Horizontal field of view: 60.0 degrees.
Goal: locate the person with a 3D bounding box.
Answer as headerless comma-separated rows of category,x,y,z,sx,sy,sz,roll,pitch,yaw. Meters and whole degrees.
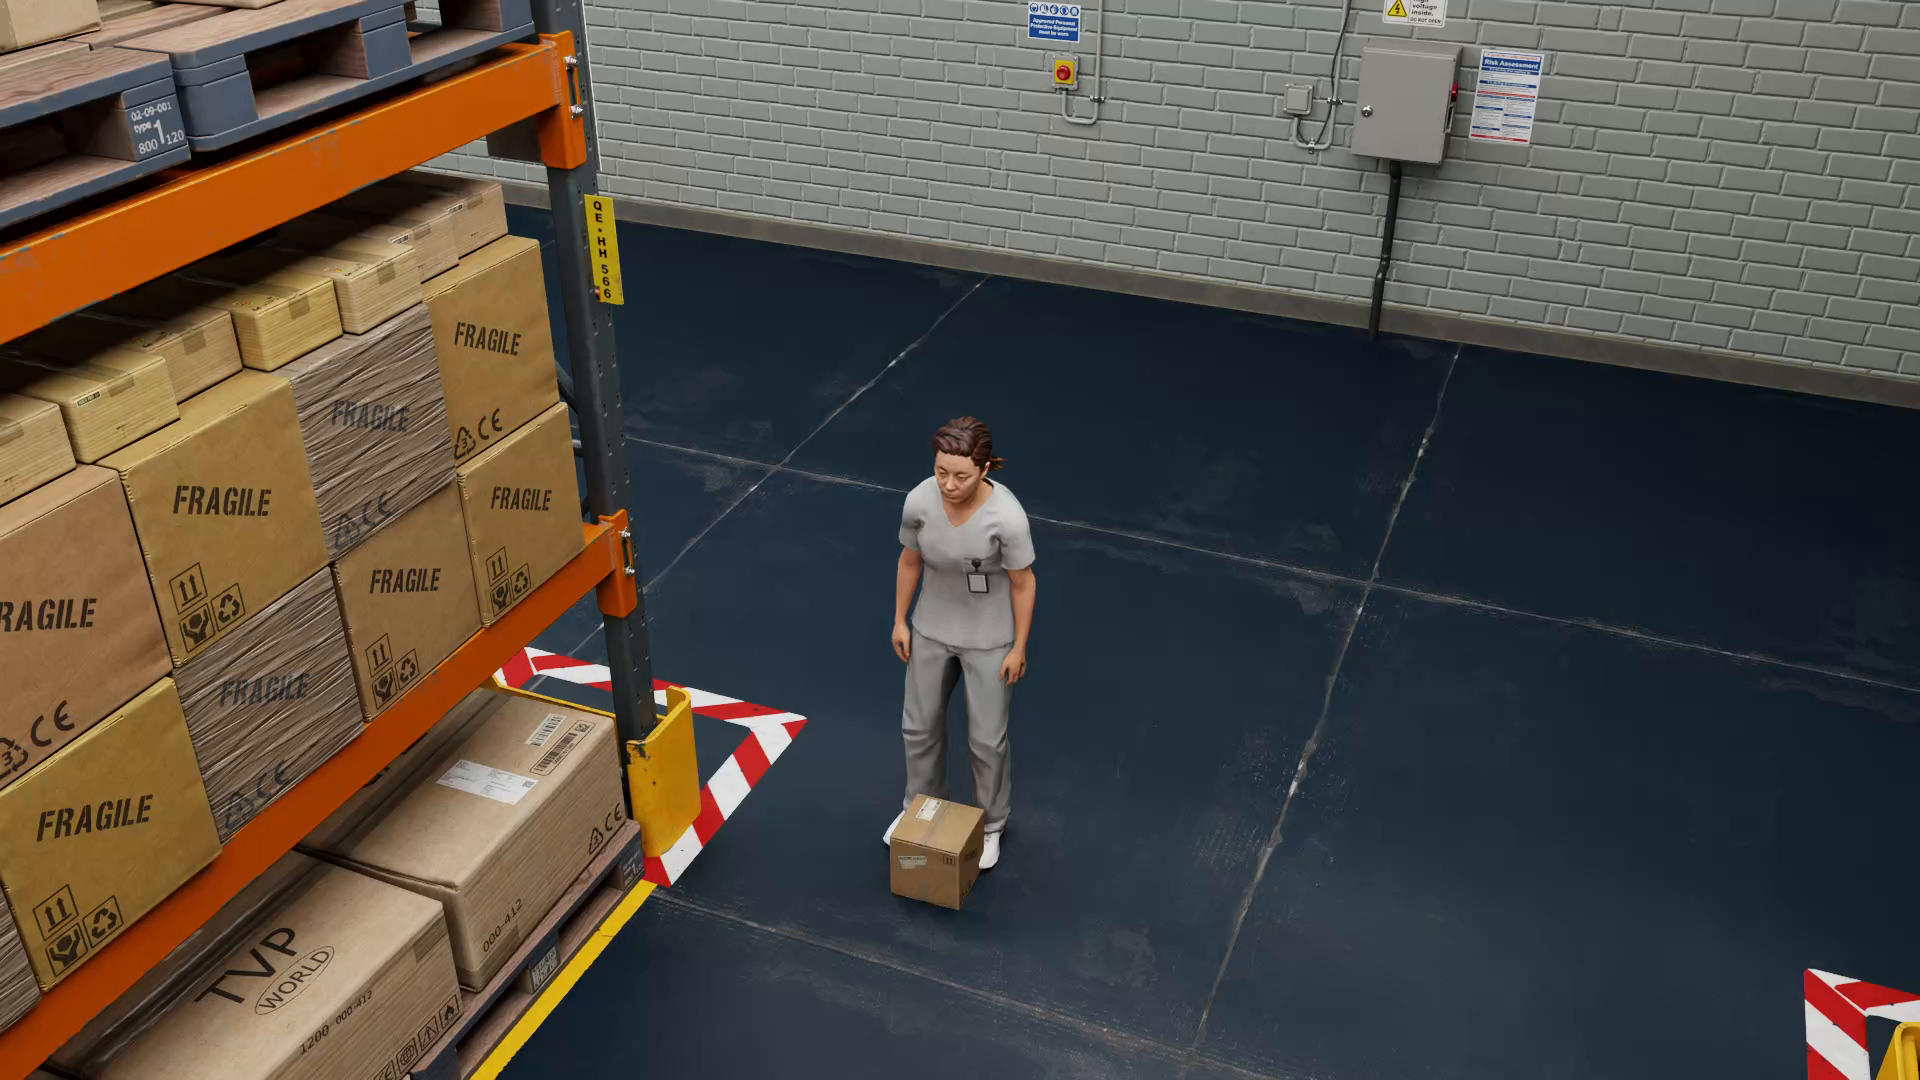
person,0.004,0.334,5.551,0.486,1.666,0.360,11,31,18
